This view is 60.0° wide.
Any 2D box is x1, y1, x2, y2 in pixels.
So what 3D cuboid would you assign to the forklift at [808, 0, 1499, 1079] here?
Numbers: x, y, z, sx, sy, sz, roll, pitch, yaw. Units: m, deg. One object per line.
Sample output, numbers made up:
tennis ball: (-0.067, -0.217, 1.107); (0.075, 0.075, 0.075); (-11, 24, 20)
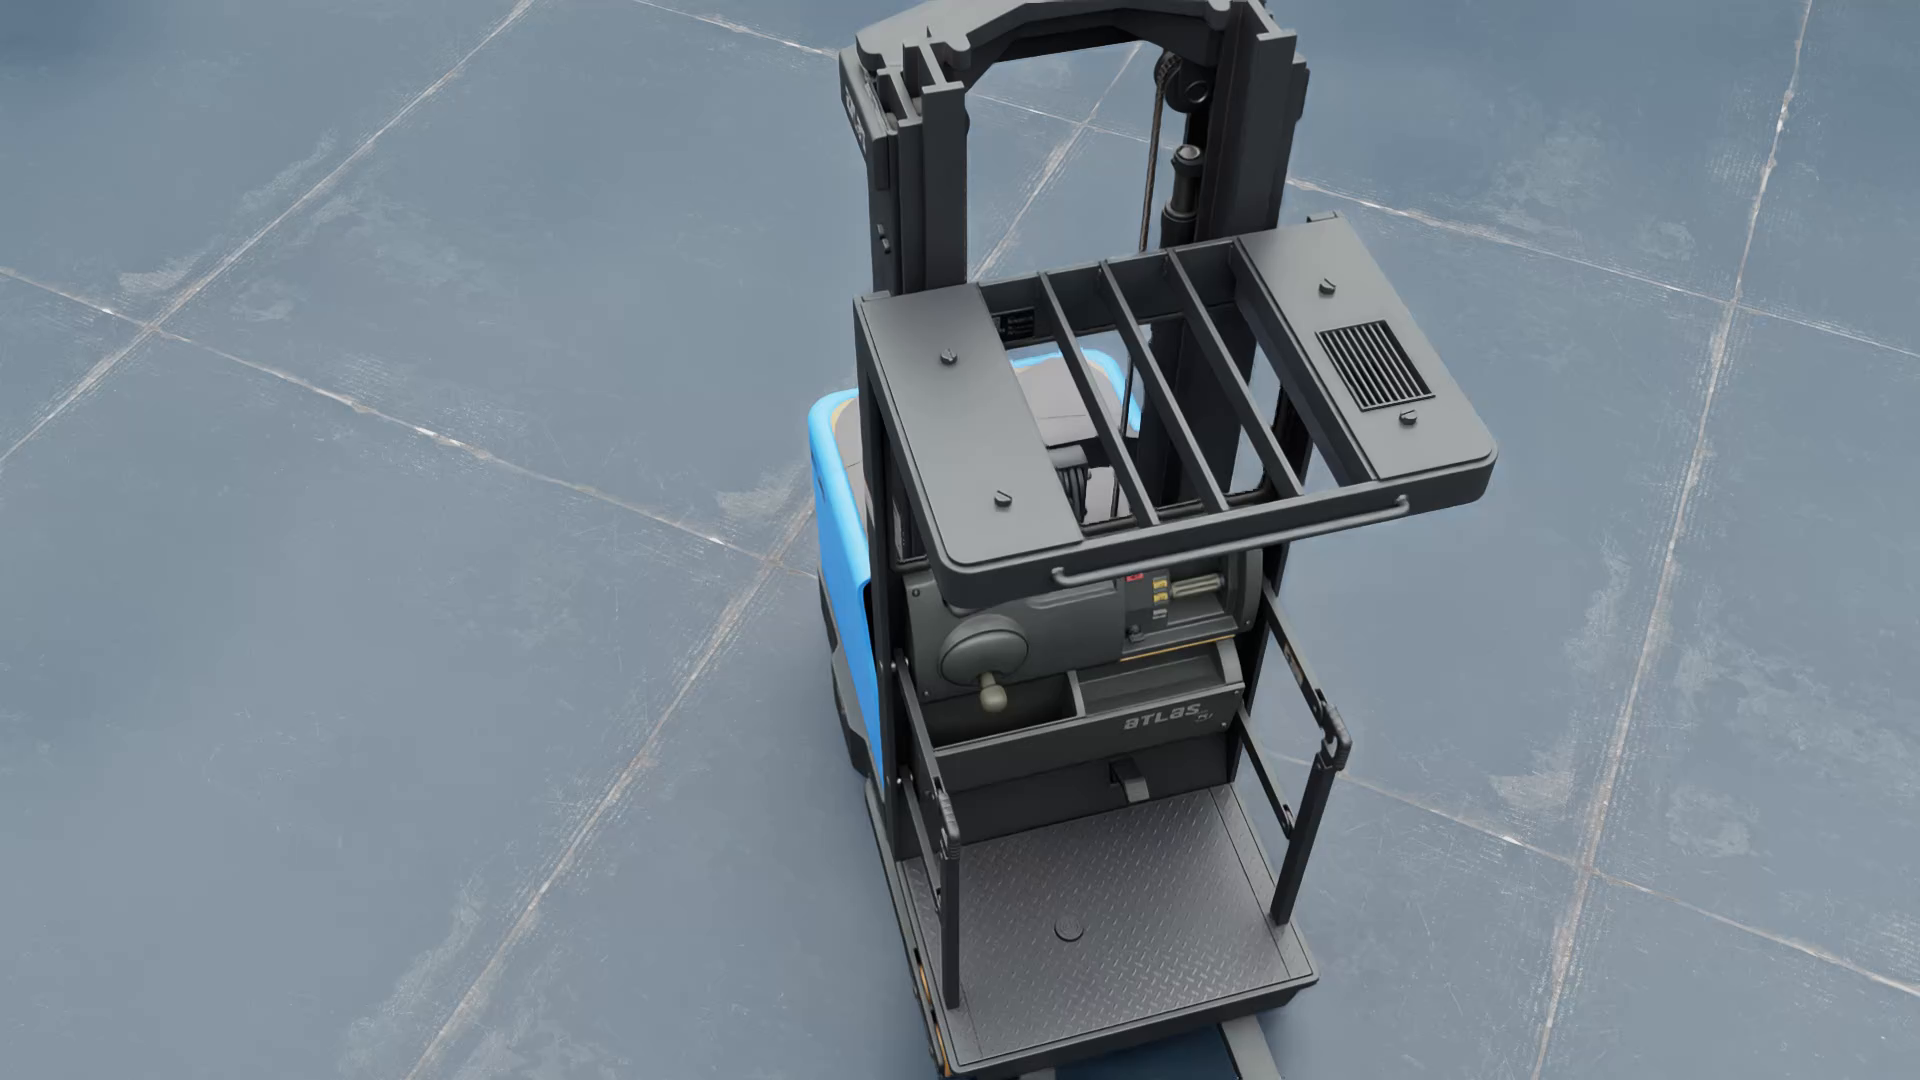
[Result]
forklift: (0.382, 0.284, 4.084); (1.130, 2.935, 3.031); (-12, 51, -10)
